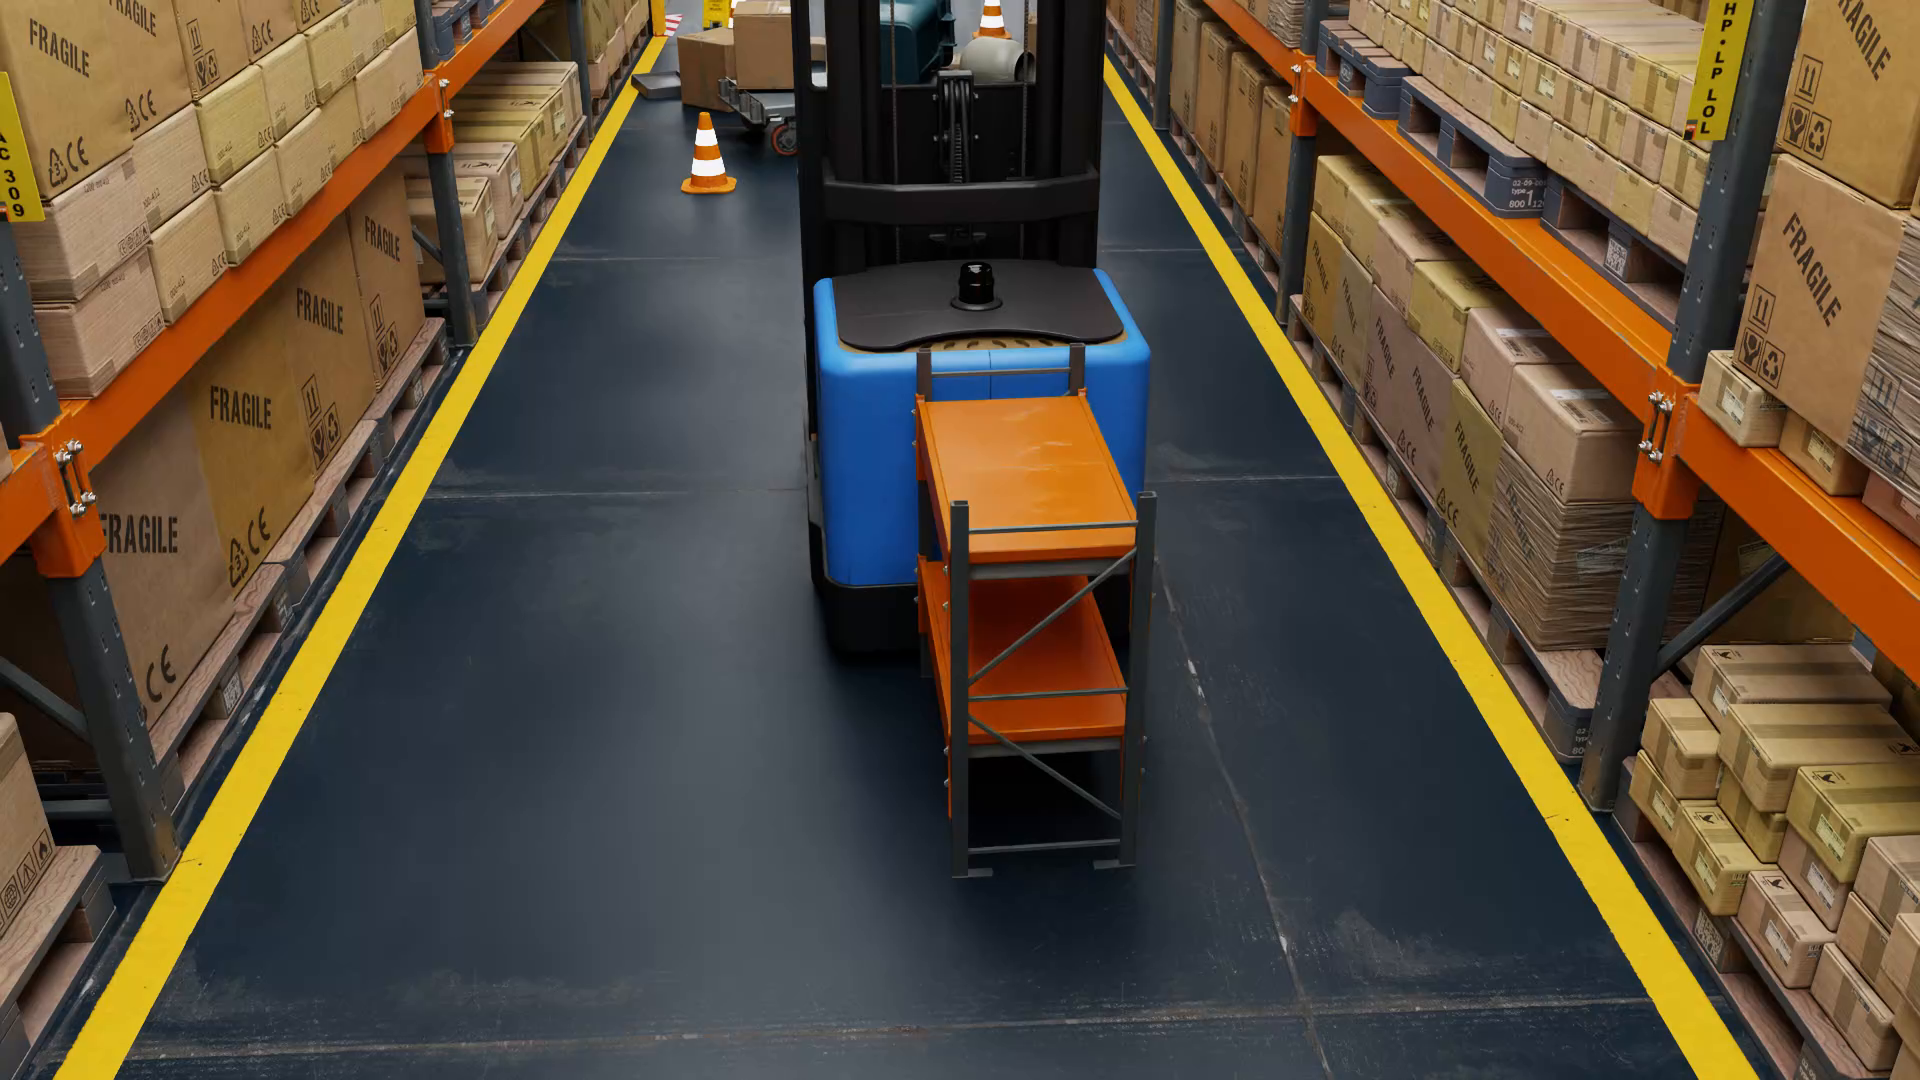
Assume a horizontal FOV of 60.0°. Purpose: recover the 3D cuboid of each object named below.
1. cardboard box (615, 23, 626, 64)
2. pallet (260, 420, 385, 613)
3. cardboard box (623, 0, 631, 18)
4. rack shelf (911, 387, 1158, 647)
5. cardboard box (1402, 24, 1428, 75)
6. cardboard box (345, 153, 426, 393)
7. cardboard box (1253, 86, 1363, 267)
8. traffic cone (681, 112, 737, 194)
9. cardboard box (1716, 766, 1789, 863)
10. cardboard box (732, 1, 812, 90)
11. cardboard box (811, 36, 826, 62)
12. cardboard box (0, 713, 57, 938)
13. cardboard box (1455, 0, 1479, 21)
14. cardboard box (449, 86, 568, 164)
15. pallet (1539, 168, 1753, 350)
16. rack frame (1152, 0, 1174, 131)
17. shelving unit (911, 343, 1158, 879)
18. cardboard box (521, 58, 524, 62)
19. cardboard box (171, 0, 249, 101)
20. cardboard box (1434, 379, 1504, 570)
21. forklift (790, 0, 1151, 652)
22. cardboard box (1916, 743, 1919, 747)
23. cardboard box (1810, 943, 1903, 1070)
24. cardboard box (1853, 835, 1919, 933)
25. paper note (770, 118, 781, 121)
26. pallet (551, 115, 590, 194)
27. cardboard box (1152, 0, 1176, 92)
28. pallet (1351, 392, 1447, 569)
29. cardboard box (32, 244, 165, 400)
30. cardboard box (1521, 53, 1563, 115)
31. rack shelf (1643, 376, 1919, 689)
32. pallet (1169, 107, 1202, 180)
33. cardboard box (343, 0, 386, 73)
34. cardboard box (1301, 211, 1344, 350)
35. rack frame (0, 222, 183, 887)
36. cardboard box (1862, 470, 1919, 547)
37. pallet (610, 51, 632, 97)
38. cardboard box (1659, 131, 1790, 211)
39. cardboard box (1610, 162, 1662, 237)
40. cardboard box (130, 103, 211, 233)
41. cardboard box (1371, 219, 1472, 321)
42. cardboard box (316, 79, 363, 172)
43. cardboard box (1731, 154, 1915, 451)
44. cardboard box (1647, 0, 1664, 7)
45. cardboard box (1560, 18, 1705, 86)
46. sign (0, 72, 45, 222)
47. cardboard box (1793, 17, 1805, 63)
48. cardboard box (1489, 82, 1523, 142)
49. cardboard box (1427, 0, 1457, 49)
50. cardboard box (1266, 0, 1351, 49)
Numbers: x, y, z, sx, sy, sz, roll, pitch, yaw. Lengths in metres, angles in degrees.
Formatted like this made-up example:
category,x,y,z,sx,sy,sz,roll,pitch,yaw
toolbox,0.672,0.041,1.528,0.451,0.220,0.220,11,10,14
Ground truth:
category,x,y,z,sx,sy,sz,roll,pitch,yaw
cardboard box,-2.886,-3.851,12.909,0.500,0.250,0.500,-2,28,-3
pallet,-2.820,-0.102,6.218,1.003,0.211,1.213,-1,28,-3
cardboard box,-2.912,-4.423,13.195,0.500,0.500,0.500,-2,28,-4
rack shelf,0.174,-0.094,4.582,0.538,0.278,1.000,-3,28,-5
cardboard box,1.958,-1.923,6.511,0.380,0.149,0.250,0,28,0
cardboard box,-2.893,-1.190,7.131,0.875,0.875,0.875,-2,28,-3
cardboard box,2.150,-1.905,8.637,1.050,0.750,0.750,-2,28,-3
traffic cone,-1.592,-2.450,10.447,0.336,0.463,0.334,-1,28,-3
cardboard box,2.103,0.650,4.067,0.380,0.149,0.250,-1,28,-2
cardboard box,-1.279,-3.398,11.406,0.500,0.500,0.500,-1,28,-3
cardboard box,-1.178,-4.141,14.028,0.380,0.149,0.250,13,30,24
cardboard box,-2.712,0.823,3.745,0.875,0.438,0.875,-2,28,-3
cardboard box,1.993,-1.946,5.912,0.380,0.149,0.250,-1,28,-1
cardboard box,-2.984,-2.561,10.304,0.950,0.372,0.625,0,28,1
pallet,2.406,-0.857,4.857,1.003,0.211,1.213,-1,28,-3
rack frame,1.883,-4.280,11.213,1.000,3.000,0.127,-1,28,-3
shelving unit,0.174,0.165,4.717,0.538,1.125,1.048,-3,28,-5
cardboard box,-3.355,-3.347,11.944,0.500,0.250,0.500,0,28,0
cardboard box,-2.451,-1.583,4.852,0.500,0.500,0.500,-2,28,-4
cardboard box,1.984,-0.236,5.708,0.500,0.500,0.500,-2,28,-4
forklift,-0.067,-1.589,6.127,1.130,2.935,3.031,-3,28,-5
cardboard box,2.634,0.498,4.358,0.380,0.149,0.250,-1,28,-2
cardboard box,2.141,1.021,3.678,0.380,0.149,0.250,-2,28,-4
cardboard box,2.166,0.757,3.541,0.380,0.149,0.250,-2,28,-4
paper note,-1.379,-3.083,12.129,0.148,0.019,0.142,-1,28,-3
pallet,-3.013,-2.518,10.849,1.003,0.211,1.213,-1,28,-3
cardboard box,1.920,-3.816,12.167,0.875,0.875,0.875,-1,28,-2
pallet,2.192,-0.273,6.546,1.003,0.211,1.213,-1,28,-3
cardboard box,-2.397,-0.562,4.247,0.500,0.250,0.500,-2,28,-4
cardboard box,2.027,-1.454,5.290,0.380,0.149,0.250,-3,28,-5
rack shelf,2.405,0.657,2.524,1.077,0.370,4.000,-1,28,-3
pallet,1.998,-2.689,11.178,1.003,0.211,1.213,-1,28,-3
cardboard box,-2.537,-1.968,6.400,0.500,0.250,0.500,-2,28,-4
cardboard box,1.874,-1.178,7.514,0.500,0.500,0.500,-3,28,-5
rack frame,-2.638,-0.419,3.810,1.000,3.000,0.127,-1,28,-3
cardboard box,2.143,-0.096,3.462,0.380,0.149,0.250,-3,28,-5
pallet,-3.192,-3.752,13.215,1.003,0.211,1.213,-1,28,-3
cardboard box,2.083,-0.971,4.364,0.380,0.149,0.250,-1,28,-1
cardboard box,2.068,-0.959,4.663,0.380,0.149,0.250,-1,28,-2
cardboard box,-2.434,-1.025,4.592,0.500,0.250,0.500,-1,28,-2
cardboard box,1.925,-1.056,6.469,0.500,0.250,0.500,-1,28,-2
cardboard box,-2.508,-1.504,6.053,0.500,0.250,0.500,-2,28,-3
cardboard box,2.075,-0.527,3.587,0.500,0.500,0.500,-2,28,-4
cardboard box,2.640,-1.959,5.936,0.380,0.149,0.250,0,28,0
cardboard box,2.044,-1.469,4.998,0.380,0.149,0.250,-1,28,-3
sign,-2.083,-0.852,3.619,0.100,0.325,0.005,-1,28,-3
cardboard box,2.697,-1.480,5.017,0.380,0.149,0.250,-2,28,-3
cardboard box,2.011,-1.441,5.586,0.380,0.149,0.250,0,28,0
cardboard box,1.975,-1.931,6.205,0.380,0.149,0.250,-1,28,-3
cardboard box,1.800,-2.679,8.034,0.500,0.500,0.500,-1,28,-3
